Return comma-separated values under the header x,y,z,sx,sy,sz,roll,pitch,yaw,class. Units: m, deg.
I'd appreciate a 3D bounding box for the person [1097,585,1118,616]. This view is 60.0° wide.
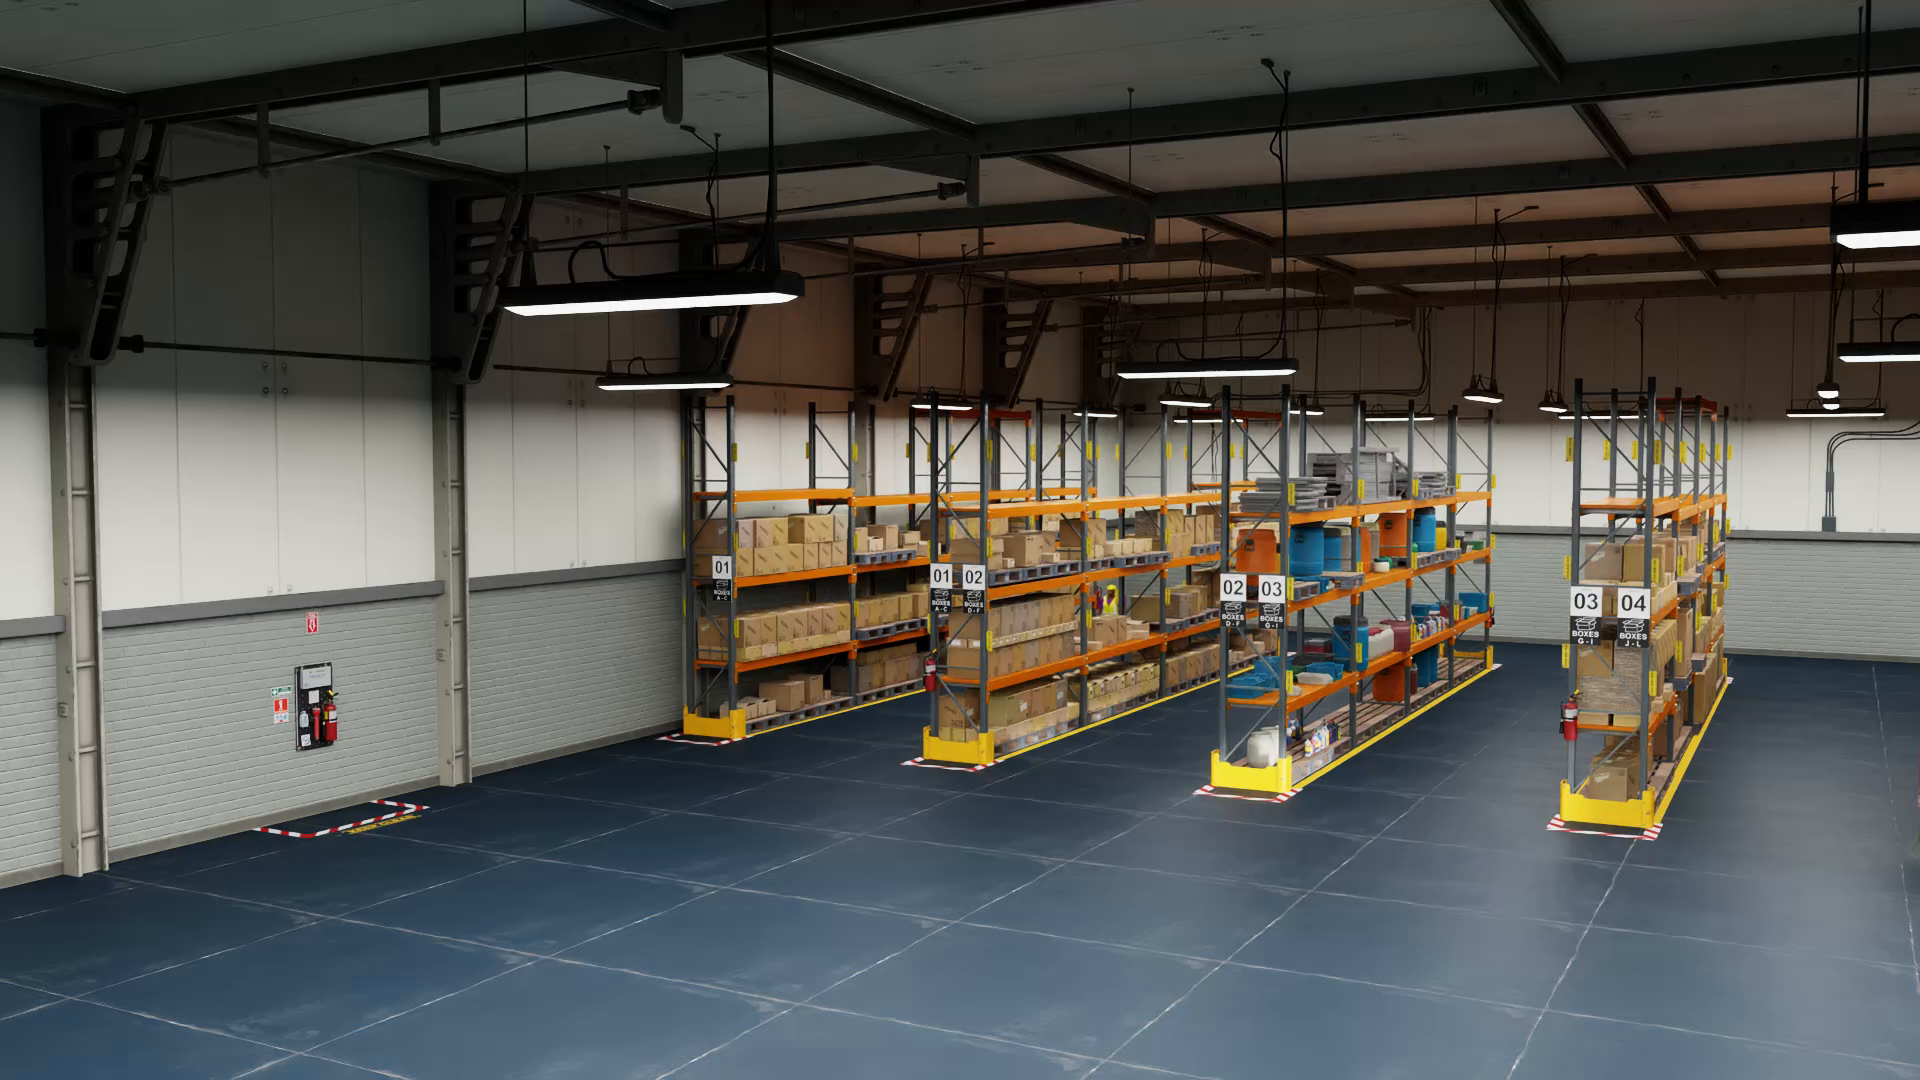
x,y,z,sx,sy,sz,roll,pitch,yaw,class
3.715,1.972,41.244,0.640,1.710,1.093,1,3,24,person
